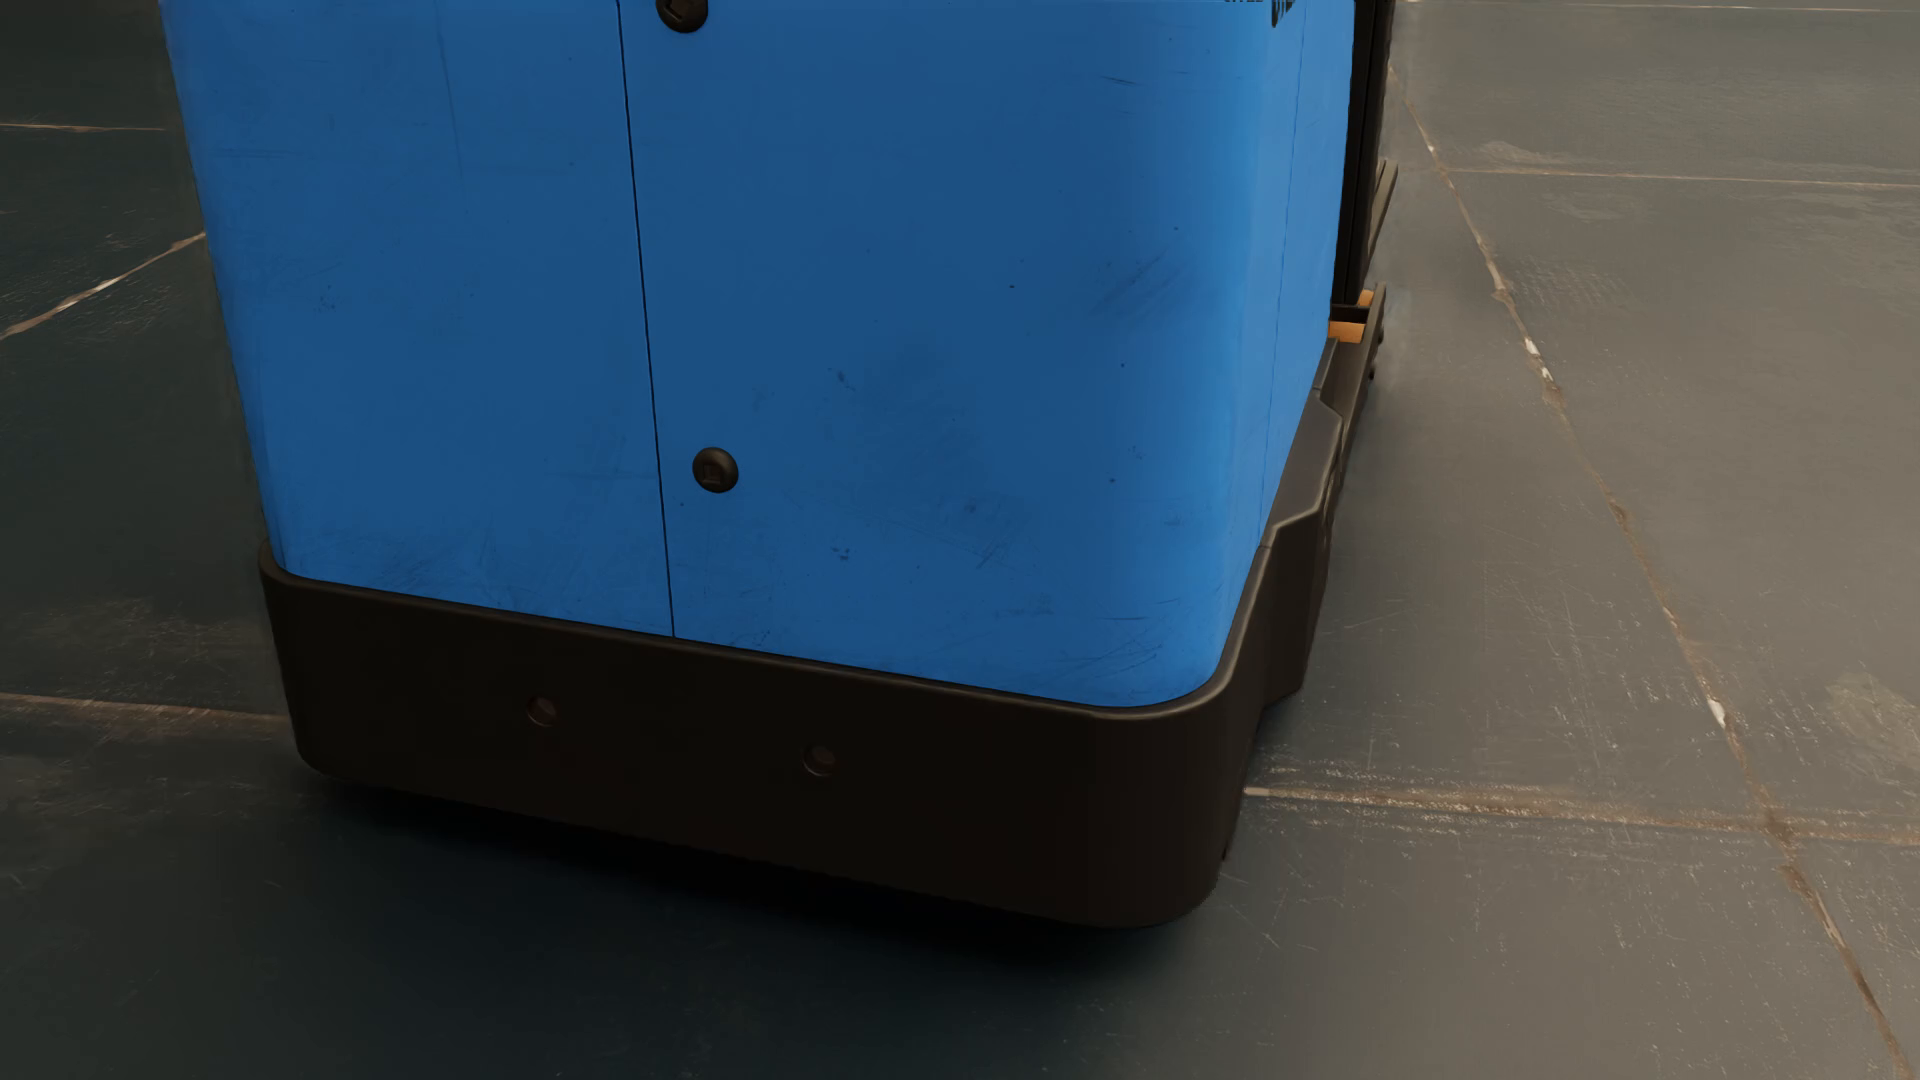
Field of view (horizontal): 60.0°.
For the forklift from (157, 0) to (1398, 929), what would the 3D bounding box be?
[{"bbox_3d":[0.168,-1.577,2.379,1.130,2.935,3.031,8,28,15],"label":"forklift"}]
